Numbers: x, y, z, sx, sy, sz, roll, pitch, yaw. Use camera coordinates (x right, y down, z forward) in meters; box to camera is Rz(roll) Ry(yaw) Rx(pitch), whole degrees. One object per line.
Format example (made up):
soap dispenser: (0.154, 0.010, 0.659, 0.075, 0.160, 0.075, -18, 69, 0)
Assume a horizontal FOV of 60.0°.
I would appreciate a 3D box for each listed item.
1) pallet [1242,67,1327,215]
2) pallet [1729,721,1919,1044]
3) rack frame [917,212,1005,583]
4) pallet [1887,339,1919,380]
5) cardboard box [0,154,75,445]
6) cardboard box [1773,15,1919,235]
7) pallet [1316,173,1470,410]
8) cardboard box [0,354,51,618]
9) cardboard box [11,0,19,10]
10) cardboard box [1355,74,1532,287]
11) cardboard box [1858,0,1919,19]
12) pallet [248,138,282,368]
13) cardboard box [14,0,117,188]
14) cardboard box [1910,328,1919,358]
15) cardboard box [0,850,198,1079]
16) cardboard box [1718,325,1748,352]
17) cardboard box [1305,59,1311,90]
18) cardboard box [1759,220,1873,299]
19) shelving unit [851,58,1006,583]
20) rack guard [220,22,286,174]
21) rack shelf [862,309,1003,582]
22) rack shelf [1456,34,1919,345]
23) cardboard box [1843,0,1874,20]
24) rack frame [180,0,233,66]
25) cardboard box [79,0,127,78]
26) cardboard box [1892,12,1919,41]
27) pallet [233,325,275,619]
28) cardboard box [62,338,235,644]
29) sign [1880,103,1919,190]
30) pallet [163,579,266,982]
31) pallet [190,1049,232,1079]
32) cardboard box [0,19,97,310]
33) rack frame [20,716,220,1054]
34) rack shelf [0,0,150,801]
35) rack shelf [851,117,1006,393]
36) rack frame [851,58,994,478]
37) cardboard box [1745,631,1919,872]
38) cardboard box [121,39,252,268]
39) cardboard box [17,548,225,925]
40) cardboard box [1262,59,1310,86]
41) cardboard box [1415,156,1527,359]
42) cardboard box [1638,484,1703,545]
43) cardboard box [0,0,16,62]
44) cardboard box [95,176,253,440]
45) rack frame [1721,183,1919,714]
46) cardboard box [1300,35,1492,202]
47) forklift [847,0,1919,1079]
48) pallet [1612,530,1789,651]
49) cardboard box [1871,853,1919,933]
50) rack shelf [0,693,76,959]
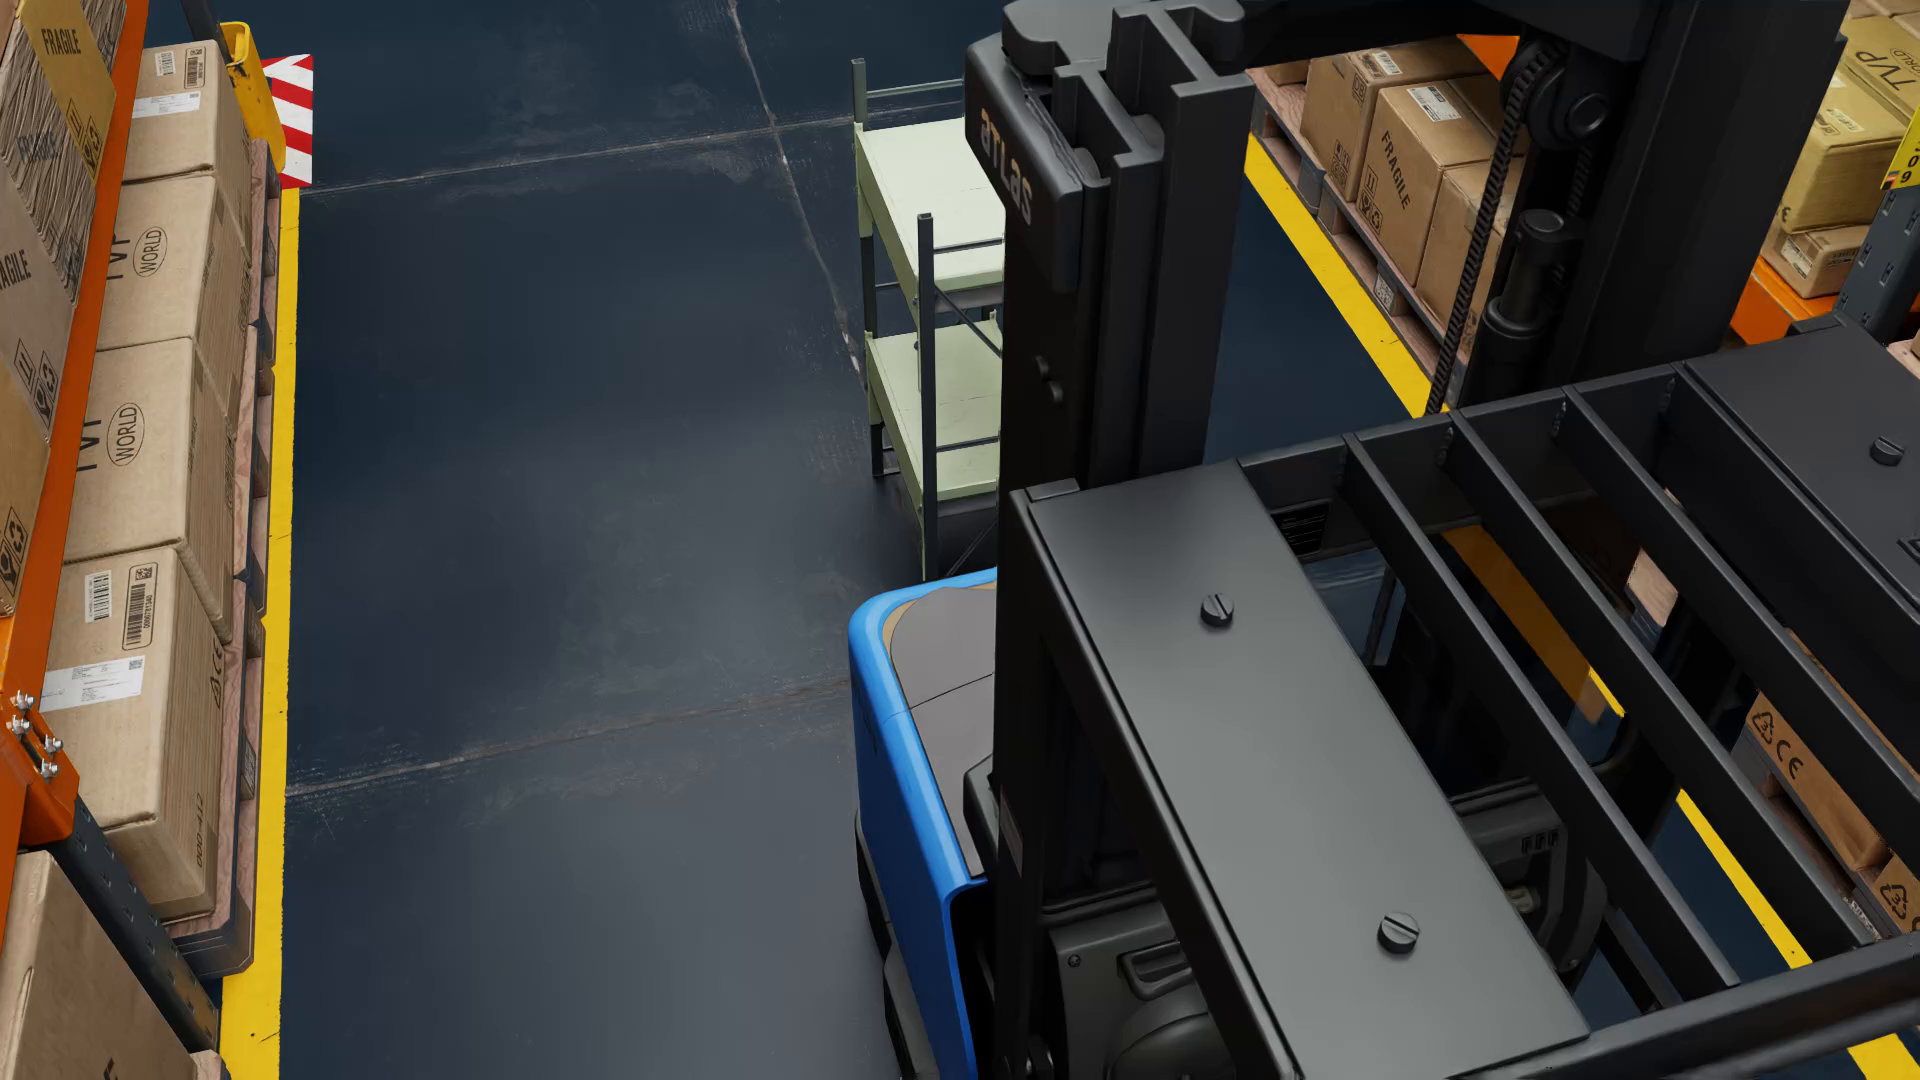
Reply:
pallet: (1.703, -1.842, 6.907, 1.003, 0.211, 1.213, -11, 47, -10)
pallet: (2.747, 0.872, 4.248, 1.003, 0.211, 1.213, -11, 47, -10)
rack frame: (0.095, -0.268, 4.462, 0.400, 1.500, 0.023, -11, 47, -10)
pallet: (2.601, -0.020, 3.304, 1.003, 0.211, 1.213, -11, 47, -10)
cardboard box: (-2.287, -0.504, 3.574, 0.500, 0.500, 0.500, -10, 47, -10)
cardboard box: (2.136, -1.018, 4.044, 0.500, 0.250, 0.500, -10, 46, -9)
pallet: (2.011, -1.001, 6.083, 1.003, 0.211, 1.213, -11, 47, -10)
cardboard box: (-2.162, -0.156, 3.232, 0.500, 0.500, 0.500, -9, 46, -9)
cardboard box: (-2.553, -1.561, 3.910, 0.500, 0.500, 0.500, -11, 47, -11)
cardboard box: (1.763, -1.272, 5.853, 0.500, 0.500, 0.500, -10, 46, -10)
cardboard box: (2.501, -1.447, 4.464, 0.500, 0.250, 0.500, -11, 47, -11)
pallet: (-3.039, -0.997, 6.079, 1.003, 0.211, 1.213, -11, 47, -10)
cardboard box: (-2.540, -1.204, 4.260, 0.500, 0.500, 0.500, -9, 46, -9)
cardboard box: (2.410, -0.466, 3.242, 0.700, 0.500, 0.500, -10, 46, -9)
cardboard box: (-2.059, 1.261, 3.107, 0.875, 0.875, 0.875, -9, 46, -9)
cardboard box: (2.450, -0.607, 5.447, 0.380, 0.149, 0.250, -11, 47, -11)
cardboard box: (1.614, -1.830, 6.645, 0.380, 0.149, 0.250, -12, 47, -12)
cardboard box: (2.176, -0.745, 4.056, 0.380, 0.149, 0.250, -10, 46, -10)
shelving unit: (0.002, -0.520, 4.710, 0.431, 1.500, 0.755, -11, 47, -10)
rack guard: (-3.325, -1.652, 6.519, 1.175, 0.500, 0.348, -11, 47, -10)
rack shelf: (0.002, -0.292, 4.943, 0.431, 0.370, 0.720, -11, 47, -10)
rack shelf: (1.990, -1.788, 5.406, 1.077, 0.370, 4.000, -11, 47, -10)
cardboard box: (1.993, -1.361, 4.380, 0.500, 0.250, 0.500, -11, 47, -10)
rack frame: (-3.319, -2.510, 5.610, 1.000, 3.000, 0.127, -11, 47, -10)
cardboard box: (-2.685, -1.558, 4.607, 0.500, 0.500, 0.500, -9, 46, -9)
cardboard box: (2.636, -1.102, 4.126, 0.500, 0.250, 0.500, -11, 47, -11)
pallet: (-2.730, -0.156, 5.255, 1.003, 0.211, 1.213, -11, 47, -10)
cardboard box: (-2.582, -0.070, 4.718, 0.875, 0.438, 0.875, -12, 47, -11)
sign: (1.980, -0.857, 3.384, 0.100, 0.325, 0.005, -11, 47, -10)
pallet: (-2.414, 0.688, 4.428, 1.003, 0.211, 1.213, -11, 47, -10)
pallet: (-2.025, 1.746, 3.391, 1.003, 0.211, 1.213, -11, 47, -10)
cardboard box: (-2.408, -0.848, 3.911, 0.500, 0.500, 0.500, -10, 47, -10)
rack frame: (-2.295, 0.251, 2.904, 1.000, 3.000, 0.127, -11, 47, -10)
rack shelf: (-2.807, -0.878, 4.514, 1.077, 0.370, 4.000, -11, 47, -10)
rack shelf: (0.002, -0.793, 4.431, 0.431, 0.370, 0.720, -11, 47, -10)
rack frame: (-0.092, -0.773, 4.957, 0.400, 1.500, 0.023, -11, 47, -10)
cardboard box: (2.408, 0.444, 4.171, 0.500, 0.500, 0.500, -9, 46, -9)
cardboard box: (-3.054, -1.323, 5.946, 0.875, 0.438, 0.875, -12, 47, -12)
cardboard box: (-2.352, 0.548, 4.113, 0.875, 0.438, 0.875, -11, 47, -11)
cardboard box: (1.543, -2.254, 6.813, 0.797, 0.503, 0.637, -12, 47, -12)
cardboard box: (1.990, -0.939, 5.526, 0.700, 0.500, 0.500, -12, 47, -12)
cardboard box: (2.076, -0.139, 4.988, 0.380, 0.149, 0.250, -12, 47, -12)
cardboard box: (-2.426, -1.212, 3.568, 0.500, 0.500, 0.500, -10, 46, -10)
cardboard box: (-2.811, -0.693, 5.329, 0.875, 0.438, 0.875, -10, 46, -9)
rack frame: (2.502, -0.659, 3.796, 1.000, 3.000, 0.127, -11, 47, -10)
cardboard box: (1.724, -1.656, 6.229, 0.700, 0.500, 0.500, -9, 46, -9)
forklift: (0.661, 0.760, 2.453, 1.130, 2.935, 3.031, -12, 47, -12)
pallet: (2.327, -0.157, 5.256, 1.003, 0.211, 1.213, -11, 47, -10)
cardboard box: (2.554, 0.810, 3.812, 0.500, 0.500, 0.500, -11, 47, -11)
rack shelf: (-1.783, 1.884, 1.807, 1.077, 0.370, 4.000, -11, 47, -10)
